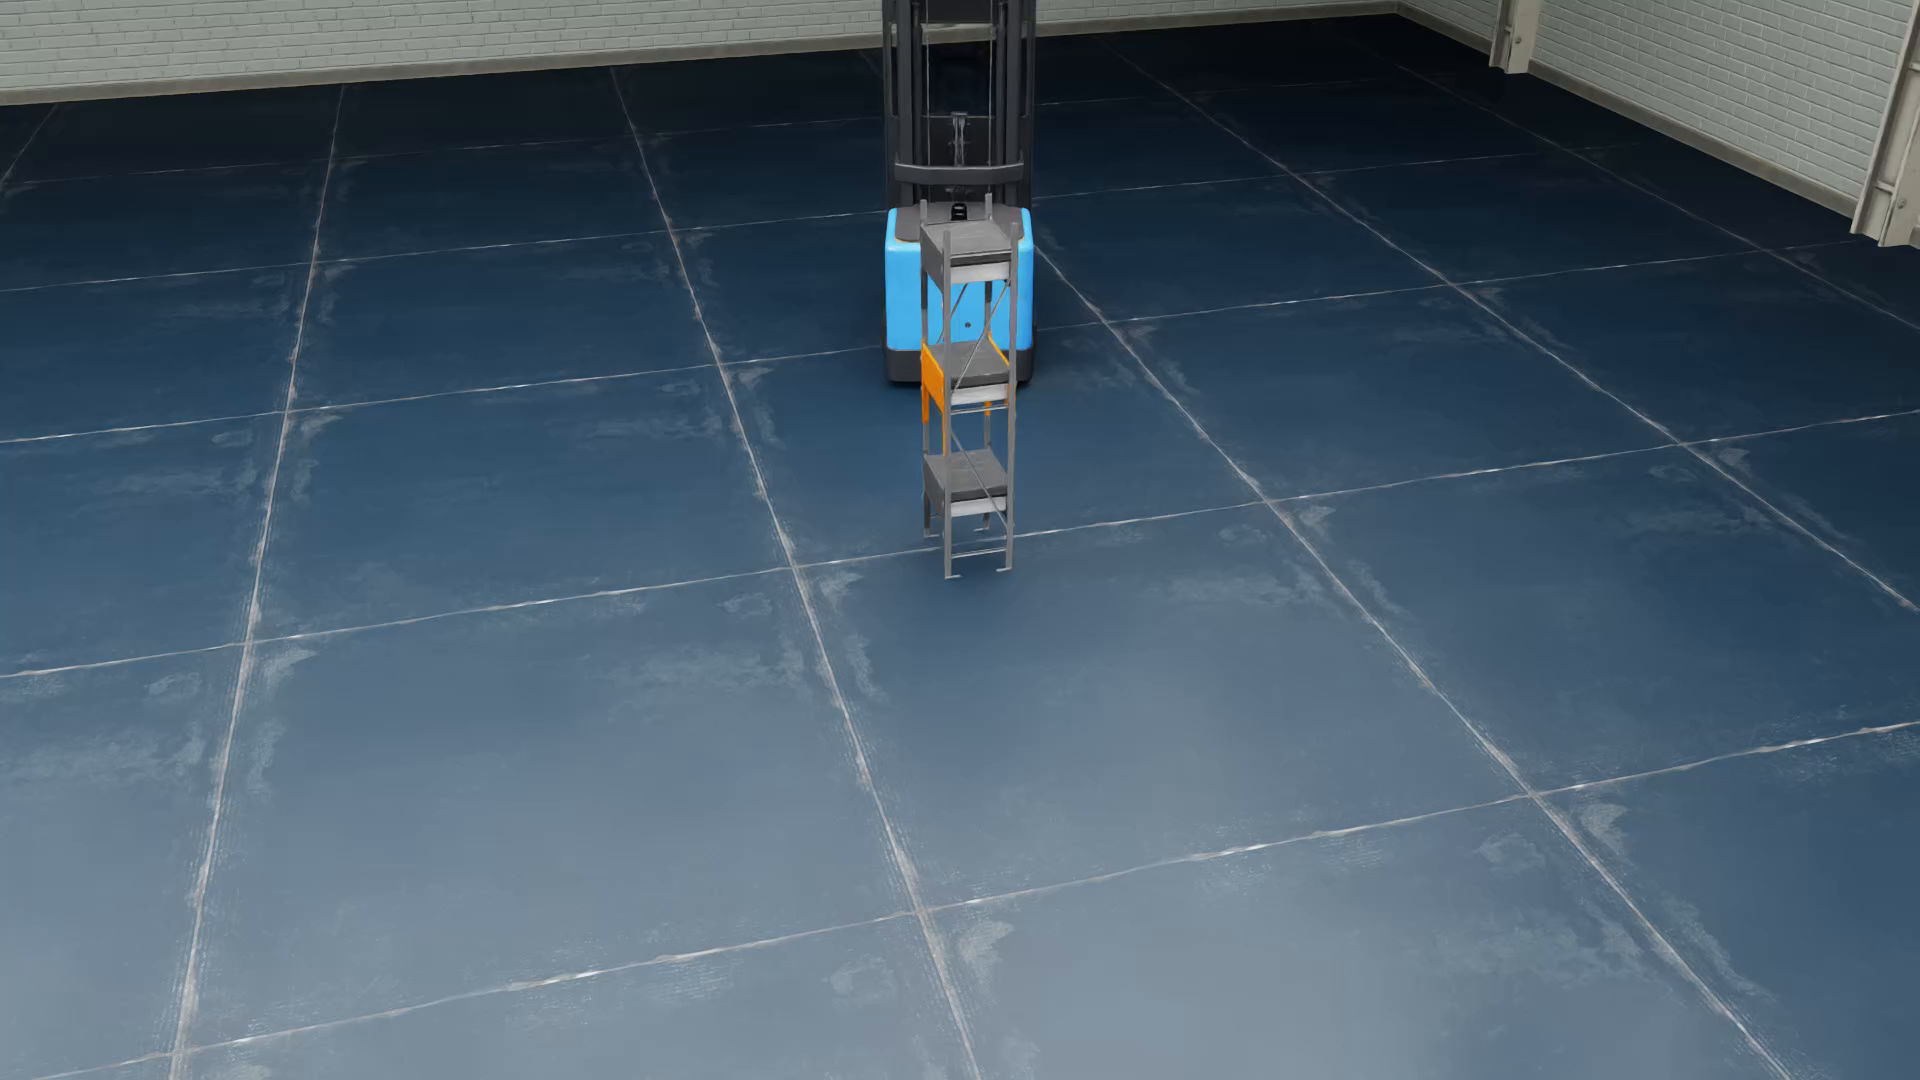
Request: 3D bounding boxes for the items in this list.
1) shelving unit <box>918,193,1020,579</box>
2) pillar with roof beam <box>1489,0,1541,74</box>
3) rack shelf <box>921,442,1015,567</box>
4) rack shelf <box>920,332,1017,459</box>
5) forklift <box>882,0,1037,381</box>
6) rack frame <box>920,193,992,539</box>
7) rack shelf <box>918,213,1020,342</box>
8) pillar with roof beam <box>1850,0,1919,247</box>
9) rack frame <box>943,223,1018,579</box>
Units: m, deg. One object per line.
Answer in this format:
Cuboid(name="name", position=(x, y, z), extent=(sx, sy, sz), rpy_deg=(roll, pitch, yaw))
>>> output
Cuboid(name="shelving unit", position=(0.044, -0.829, 9.317), extent=(0.431, 2.100, 0.503), rpy_deg=(-8, 31, -13))
Cuboid(name="pillar with roof beam", position=(2.303, -8.862, 16.310), extent=(9.100, 9.000, 0.400), rpy_deg=(-8, 31, -13))
Cuboid(name="rack shelf", position=(0.044, -0.211, 9.674), extent=(0.431, 0.518, 0.480), rpy_deg=(-8, 31, -13))
Cuboid(name="rack shelf", position=(0.044, -0.817, 9.324), extent=(0.431, 0.518, 0.480), rpy_deg=(-8, 31, -13))
Cuboid(name="forklift", position=(-0.007, -3.087, 12.389), extent=(1.130, 2.935, 3.031), rpy_deg=(0, 30, 0))
Cuboid(name="rack frame", position=(-0.021, -0.947, 9.521), extent=(0.400, 2.100, 0.015), rpy_deg=(-8, 31, -13))
Cuboid(name="rack shelf", position=(0.044, -1.423, 8.973), extent=(0.431, 0.518, 0.480), rpy_deg=(-8, 31, -13))
Cuboid(name="pillar with roof beam", position=(3.896, -5.965, 11.303), extent=(9.100, 9.000, 0.400), rpy_deg=(-8, 31, -13))
Cuboid(name="rack frame", position=(0.109, -0.711, 9.113), extent=(0.400, 2.100, 0.015), rpy_deg=(-8, 31, -13))
